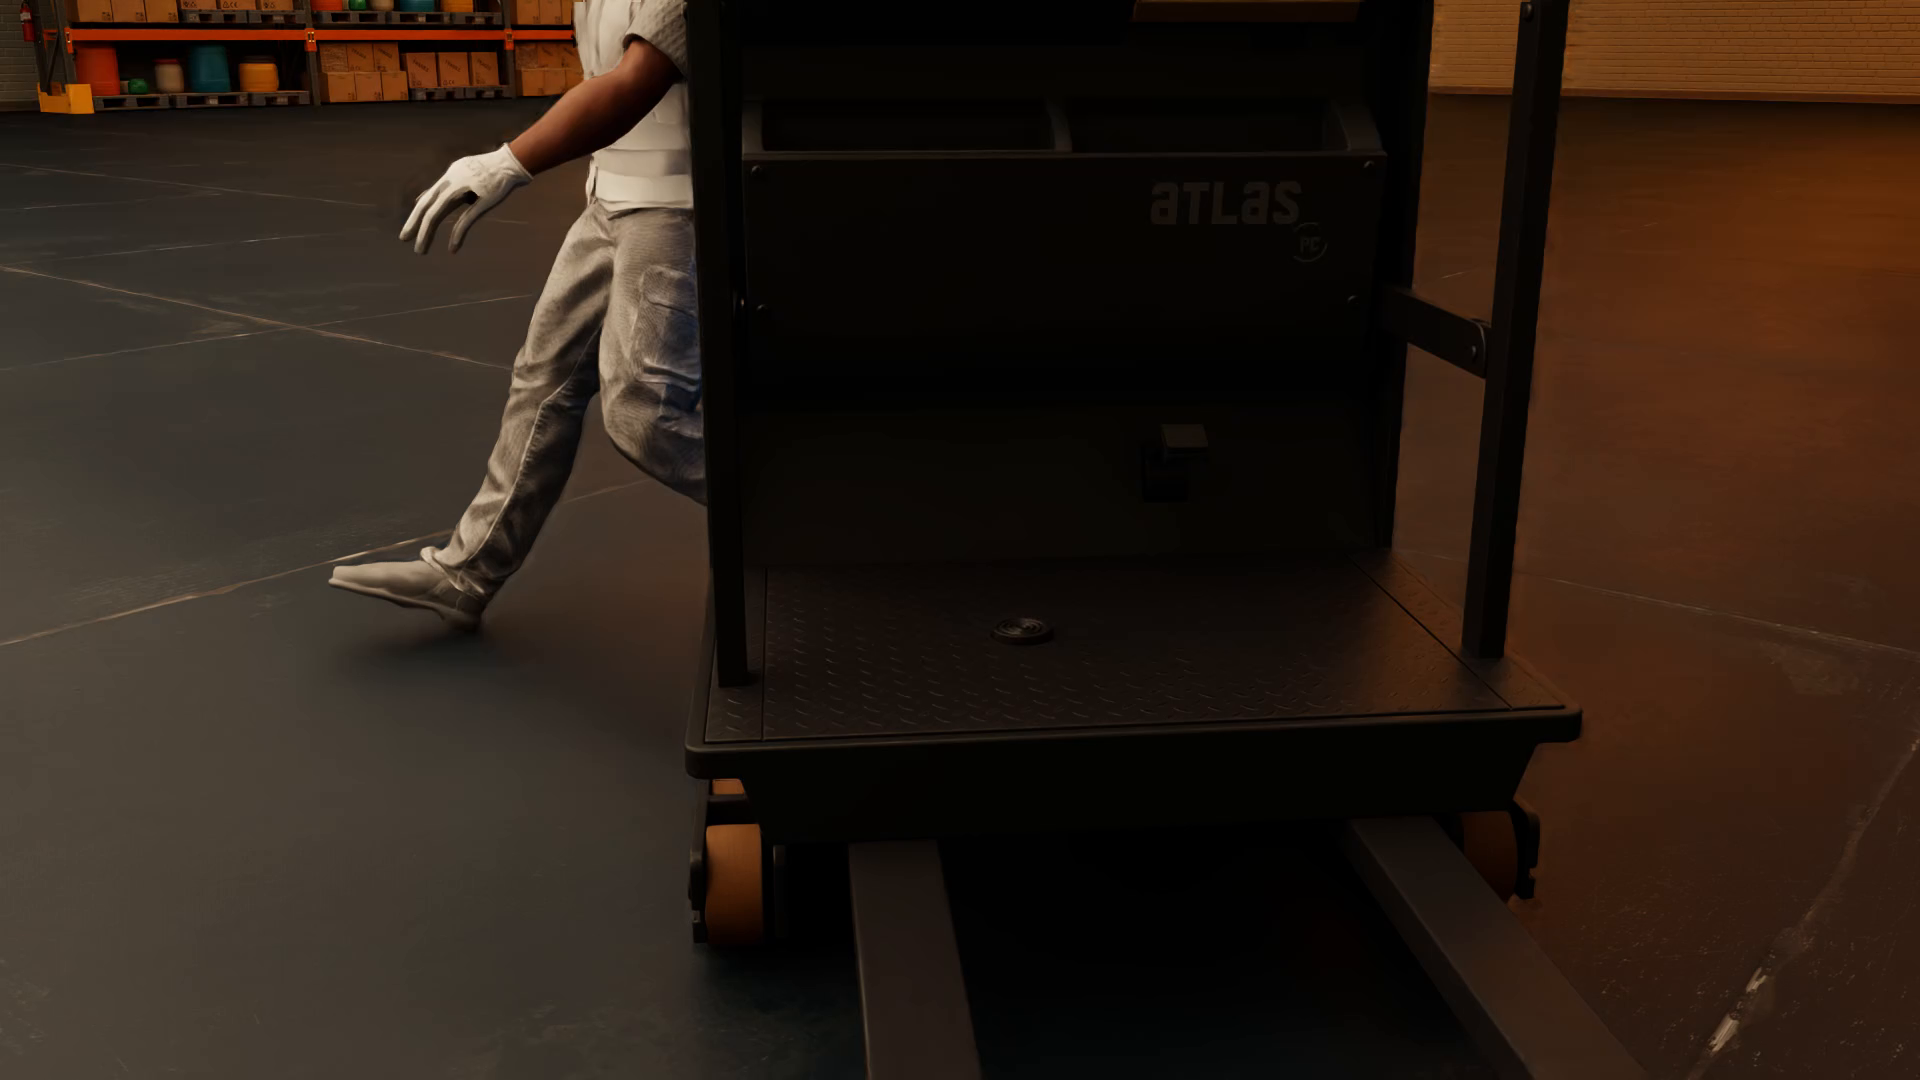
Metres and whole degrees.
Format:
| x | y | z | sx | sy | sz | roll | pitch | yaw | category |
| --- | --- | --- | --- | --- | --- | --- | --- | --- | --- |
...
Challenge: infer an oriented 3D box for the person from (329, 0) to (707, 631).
| x | y | z | sx | sy | sz | roll | pitch | yaw | category |
| --- | --- | --- | --- | --- | --- | --- | --- | --- | --- |
| -0.683 | -0.592 | 2.990 | 0.961 | 1.669 | 0.904 | -8 | 19 | -24 | person |

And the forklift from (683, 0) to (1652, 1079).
| x | y | z | sx | sy | sz | roll | pitch | yaw | category |
| --- | --- | --- | --- | --- | --- | --- | --- | --- | --- |
| 0.174 | -0.971 | 2.095 | 1.130 | 2.935 | 3.031 | -2 | 17 | -6 | forklift |
